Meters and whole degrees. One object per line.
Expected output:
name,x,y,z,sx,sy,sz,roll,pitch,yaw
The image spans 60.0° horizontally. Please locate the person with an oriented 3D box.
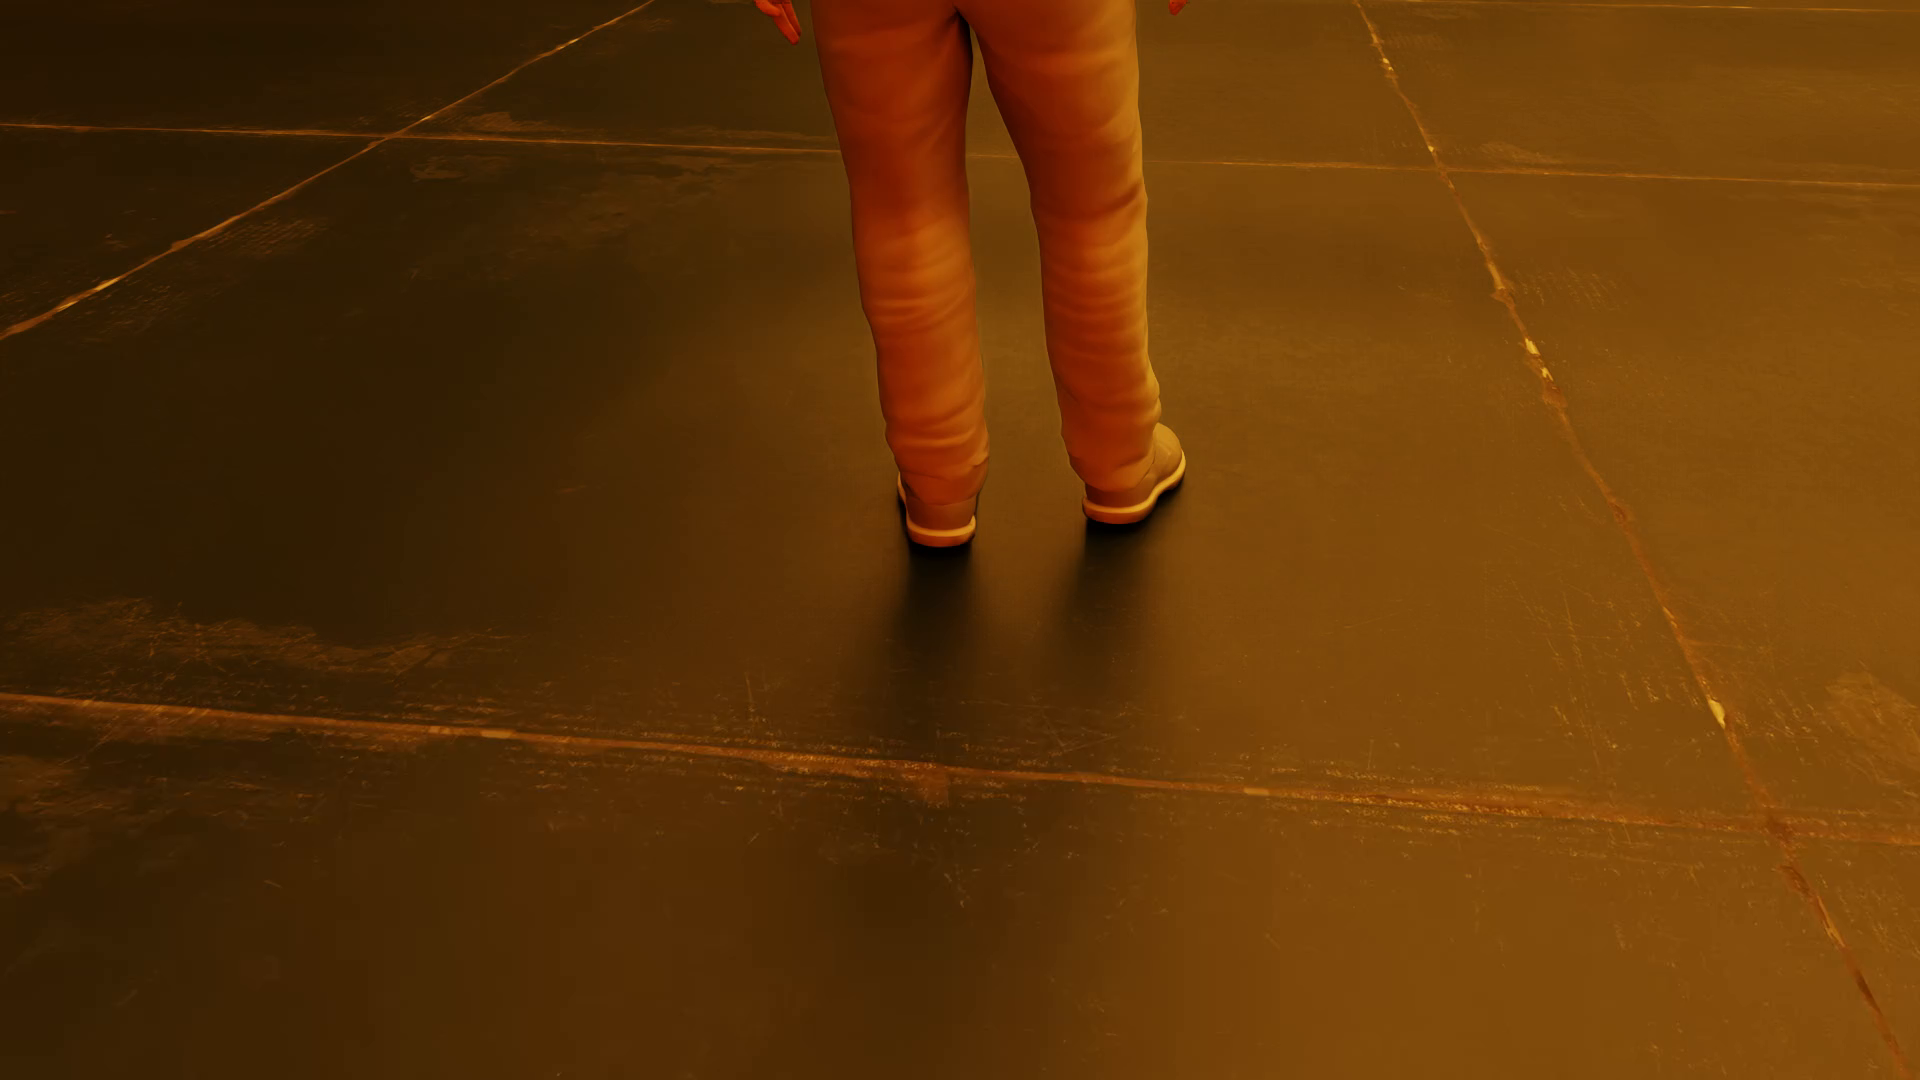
person,0.023,-0.837,2.166,0.640,1.781,0.575,3,27,7
